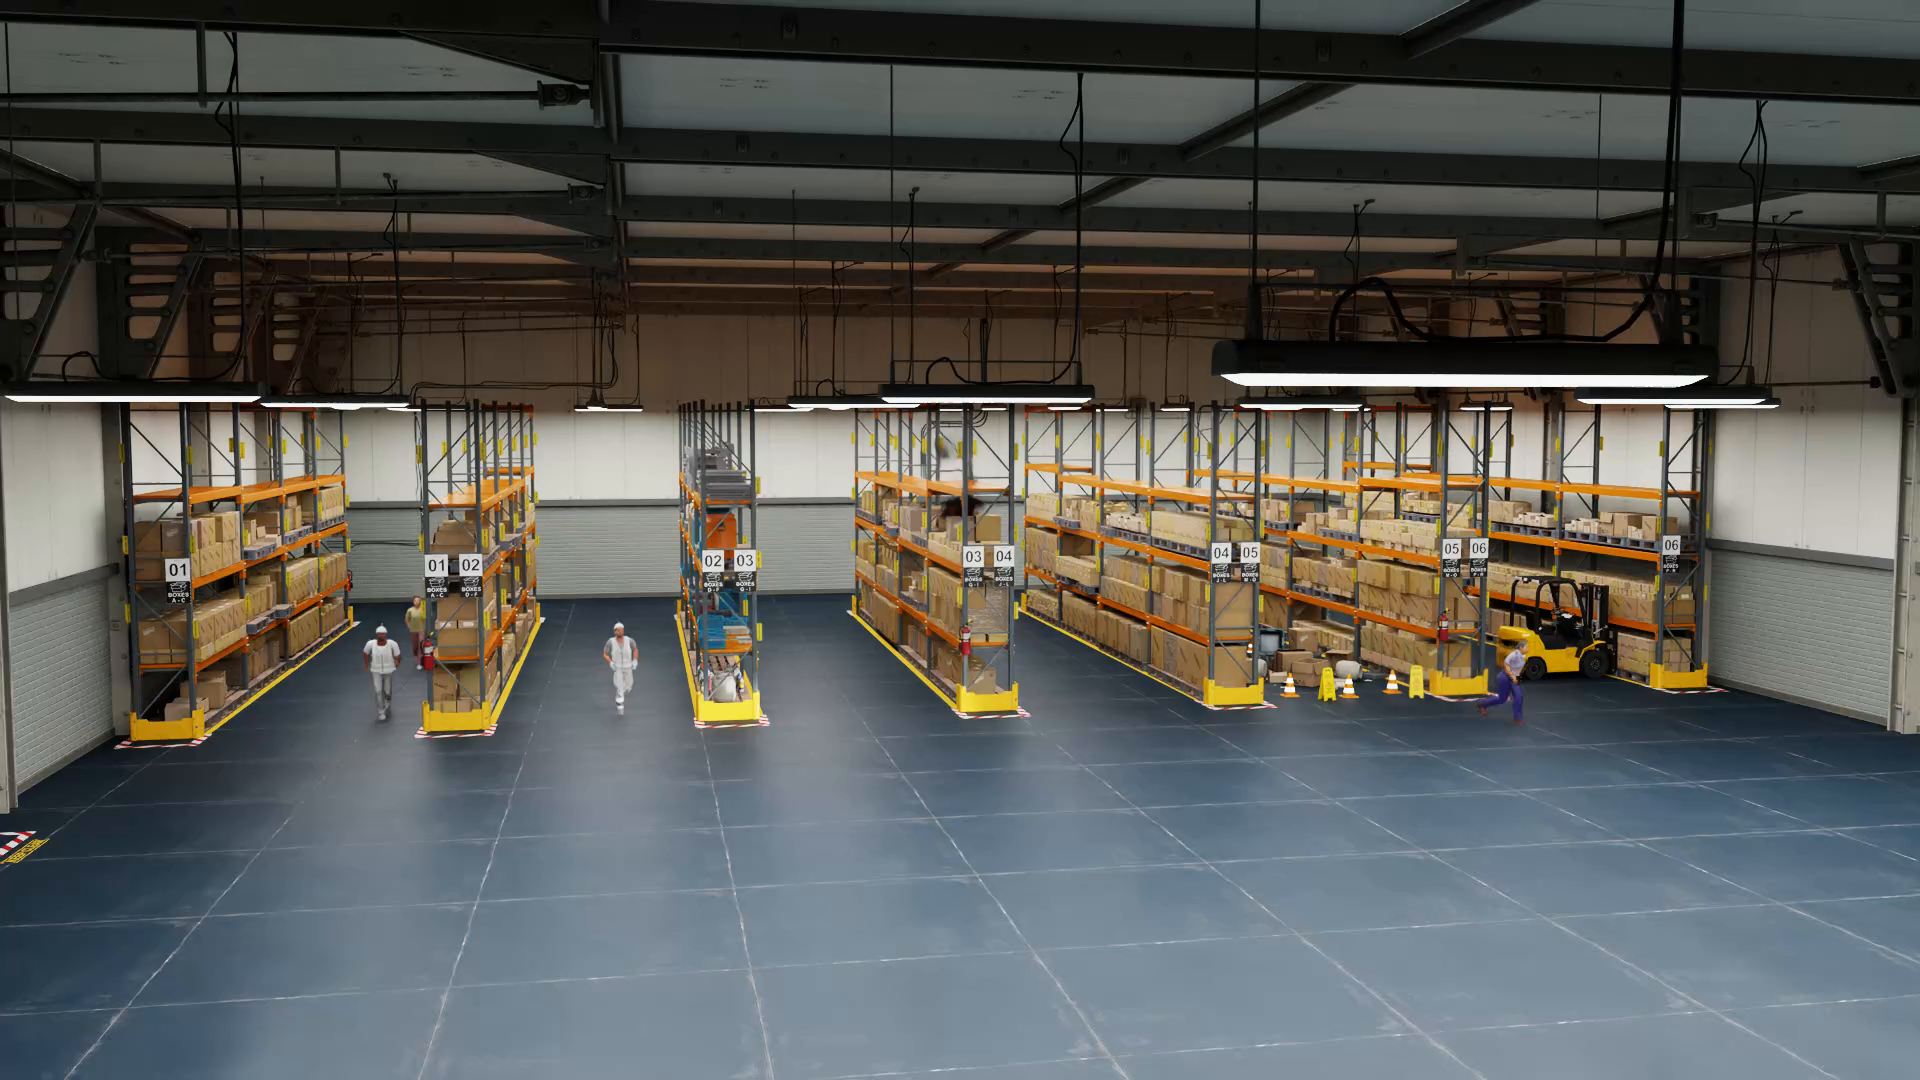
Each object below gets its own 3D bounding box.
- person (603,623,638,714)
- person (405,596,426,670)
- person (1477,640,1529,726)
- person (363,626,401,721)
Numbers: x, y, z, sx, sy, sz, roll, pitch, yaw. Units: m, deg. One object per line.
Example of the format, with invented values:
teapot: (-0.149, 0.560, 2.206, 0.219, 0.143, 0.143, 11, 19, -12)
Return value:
person: (-6.494, 2.453, 31.855, 0.670, 1.752, 0.677, -2, 5, -21)
person: (-12.246, 2.066, 37.585, 0.566, 1.647, 0.875, -1, 4, -16)
person: (10.092, 2.633, 30.868, 0.948, 1.611, 0.628, 3, 5, 34)
person: (-10.923, 2.486, 31.447, 0.679, 1.753, 0.911, -2, 5, -19)
